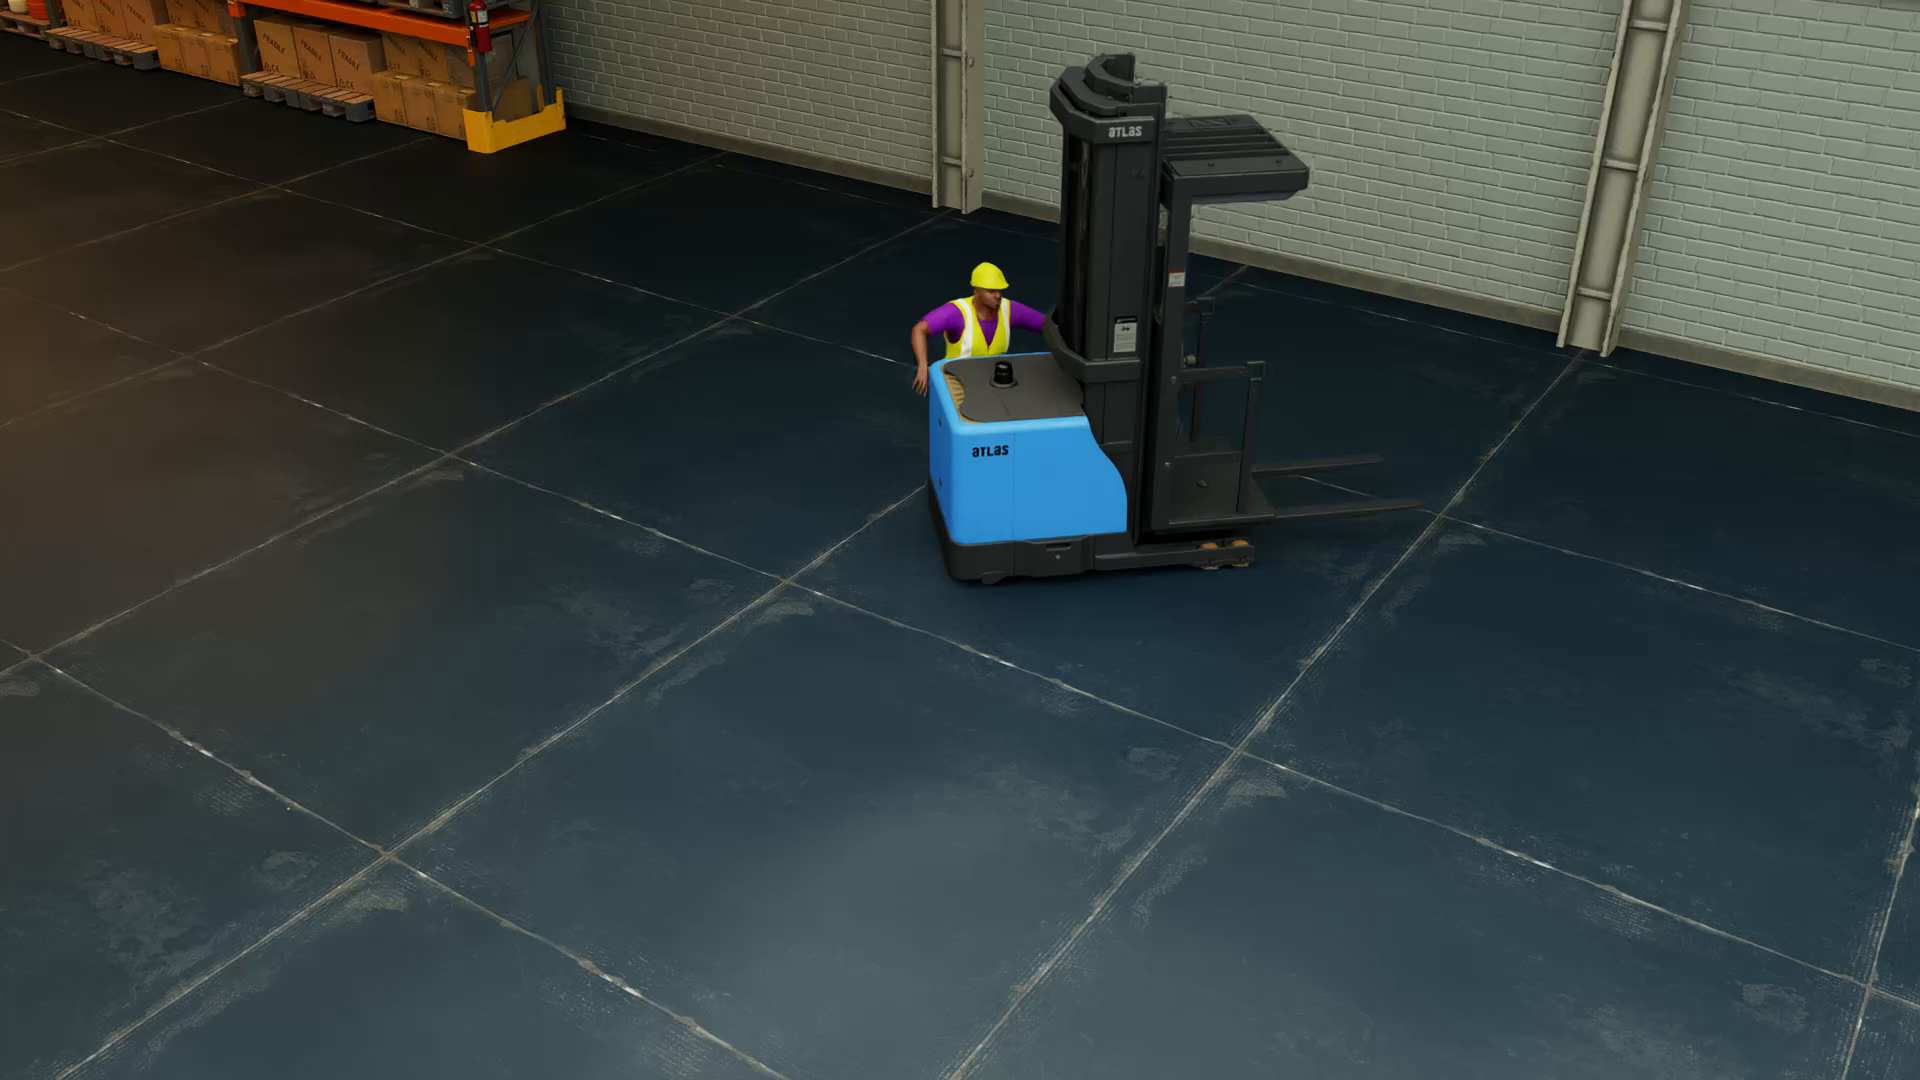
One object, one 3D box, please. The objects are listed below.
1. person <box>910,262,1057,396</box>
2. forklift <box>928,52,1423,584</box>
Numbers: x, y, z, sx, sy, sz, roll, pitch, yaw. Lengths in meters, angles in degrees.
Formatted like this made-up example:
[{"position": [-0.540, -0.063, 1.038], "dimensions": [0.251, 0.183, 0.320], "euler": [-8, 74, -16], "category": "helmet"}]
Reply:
[{"position": [0.215, -0.976, 10.636], "dimensions": [1.108, 1.491, 0.863], "euler": [-20, 36, -30], "category": "person"}, {"position": [1.360, -1.340, 9.890], "dimensions": [3.031, 2.935, 1.130], "euler": [-5, 30, -8], "category": "forklift"}]
